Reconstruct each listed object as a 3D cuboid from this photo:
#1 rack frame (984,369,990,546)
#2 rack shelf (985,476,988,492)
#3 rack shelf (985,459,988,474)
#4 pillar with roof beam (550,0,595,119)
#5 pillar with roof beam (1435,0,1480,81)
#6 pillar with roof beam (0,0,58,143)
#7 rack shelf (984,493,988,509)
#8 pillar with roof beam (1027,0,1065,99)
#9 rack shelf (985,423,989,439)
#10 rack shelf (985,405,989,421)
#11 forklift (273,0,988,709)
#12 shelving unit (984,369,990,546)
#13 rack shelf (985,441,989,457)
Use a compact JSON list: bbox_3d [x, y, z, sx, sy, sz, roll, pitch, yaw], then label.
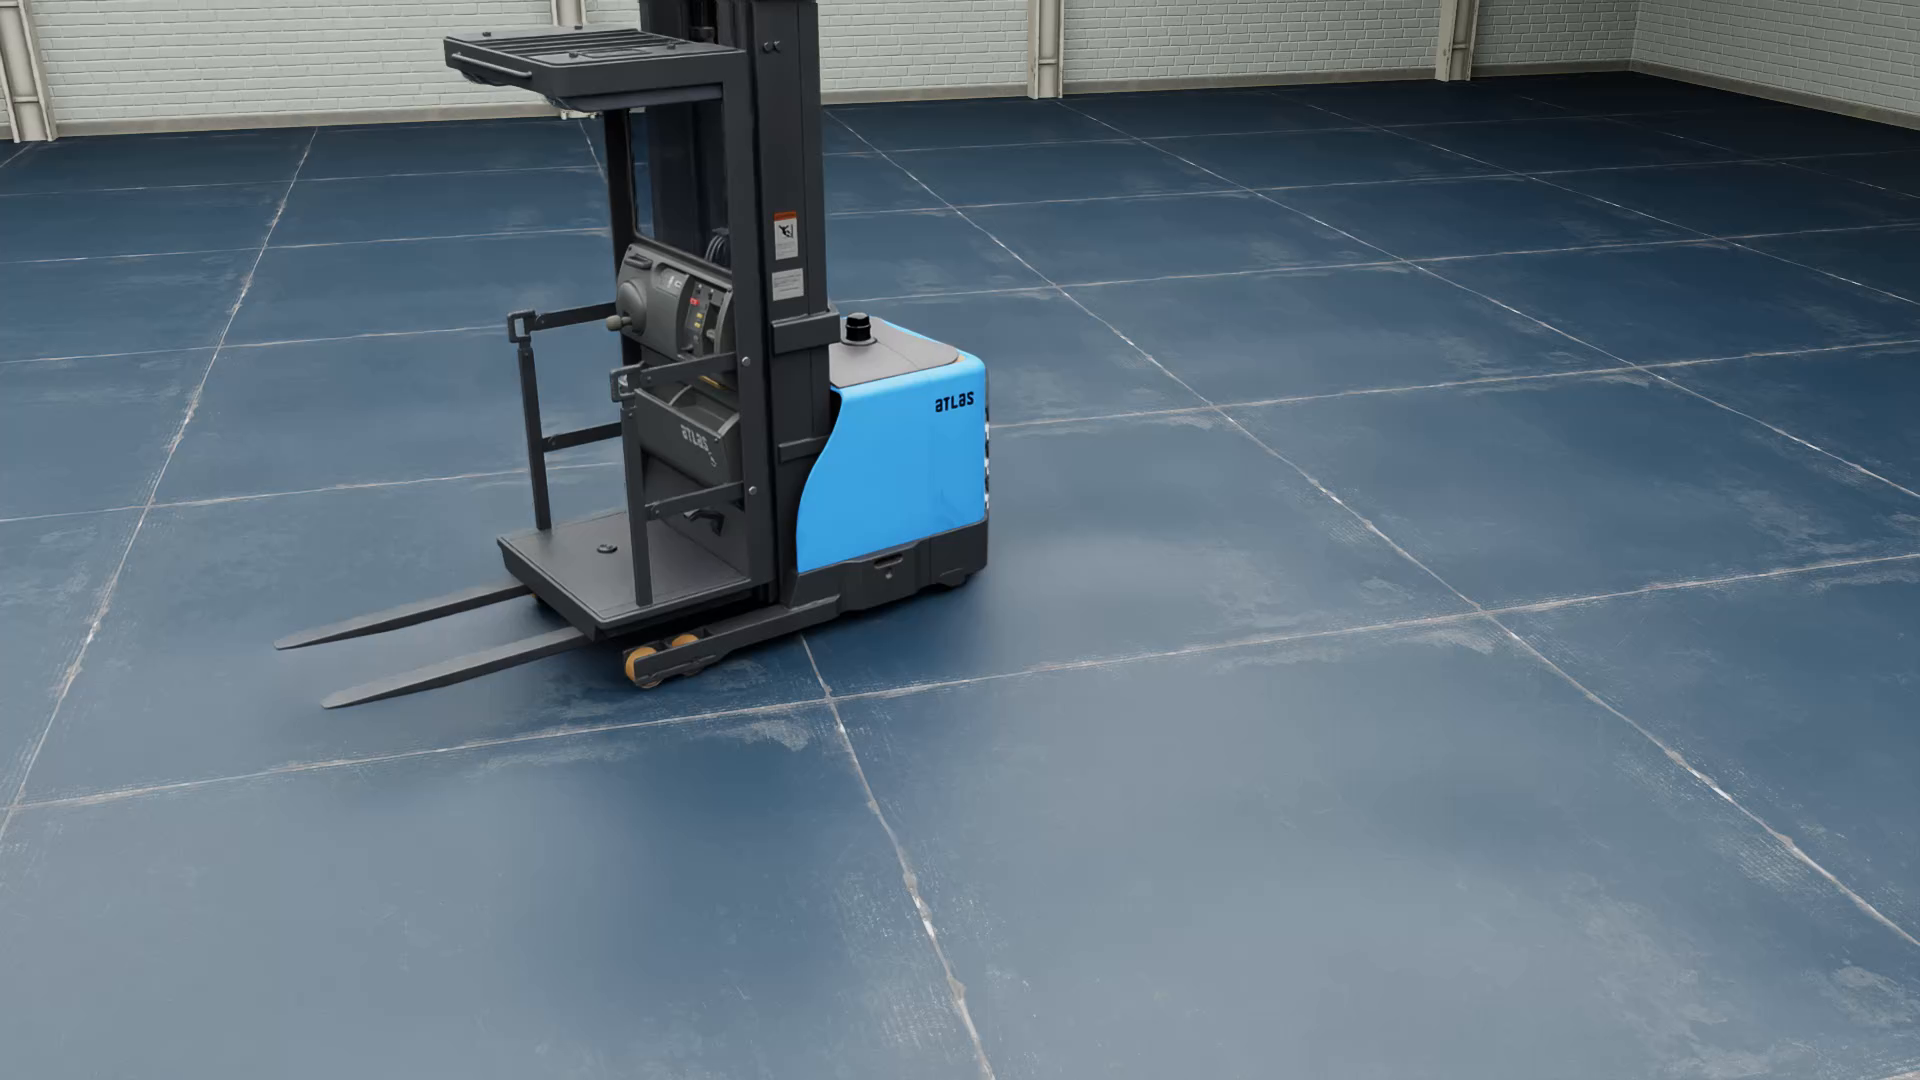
[{"bbox_3d":[0.097,-0.430,8.111,0.006,0.900,0.240,-8,24,-18],"label":"rack frame"},{"bbox_3d":[0.001,-0.303,8.129,0.200,0.077,0.258,-8,24,-18],"label":"rack shelf"},{"bbox_3d":[0.001,-0.386,8.093,0.200,0.077,0.258,-8,24,-18],"label":"rack shelf"},{"bbox_3d":[-3.504,-7.671,14.716,0.400,9.000,9.100,-6,24,-14],"label":"pillar with roof beam"},{"bbox_3d":[8.050,-8.949,17.695,0.400,9.000,9.100,-6,24,-14],"label":"pillar with roof beam"},{"bbox_3d":[-9.281,-7.032,13.226,0.400,9.000,9.100,-6,24,-14],"label":"pillar with roof beam"},{"bbox_3d":[0.001,-0.221,8.164,0.200,0.077,0.258,-8,24,-18],"label":"rack shelf"},{"bbox_3d":[2.273,-8.310,16.205,0.400,9.000,9.100,-6,24,-14],"label":"pillar with roof beam"},{"bbox_3d":[0.001,-0.552,8.022,0.200,0.077,0.258,-8,24,-18],"label":"rack shelf"},{"bbox_3d":[0.001,-0.634,7.987,0.200,0.077,0.258,-8,24,-18],"label":"rack shelf"},{"bbox_3d":[-1.358,-0.973,6.802,3.031,2.935,1.130,-16,28,-33],"label":"forklift"},{"bbox_3d":[0.001,-0.417,8.080,0.210,0.900,0.258,-8,24,-18],"label":"shelving unit"},{"bbox_3d":[0.001,-0.469,8.058,0.200,0.077,0.258,-8,24,-18],"label":"rack shelf"}]
